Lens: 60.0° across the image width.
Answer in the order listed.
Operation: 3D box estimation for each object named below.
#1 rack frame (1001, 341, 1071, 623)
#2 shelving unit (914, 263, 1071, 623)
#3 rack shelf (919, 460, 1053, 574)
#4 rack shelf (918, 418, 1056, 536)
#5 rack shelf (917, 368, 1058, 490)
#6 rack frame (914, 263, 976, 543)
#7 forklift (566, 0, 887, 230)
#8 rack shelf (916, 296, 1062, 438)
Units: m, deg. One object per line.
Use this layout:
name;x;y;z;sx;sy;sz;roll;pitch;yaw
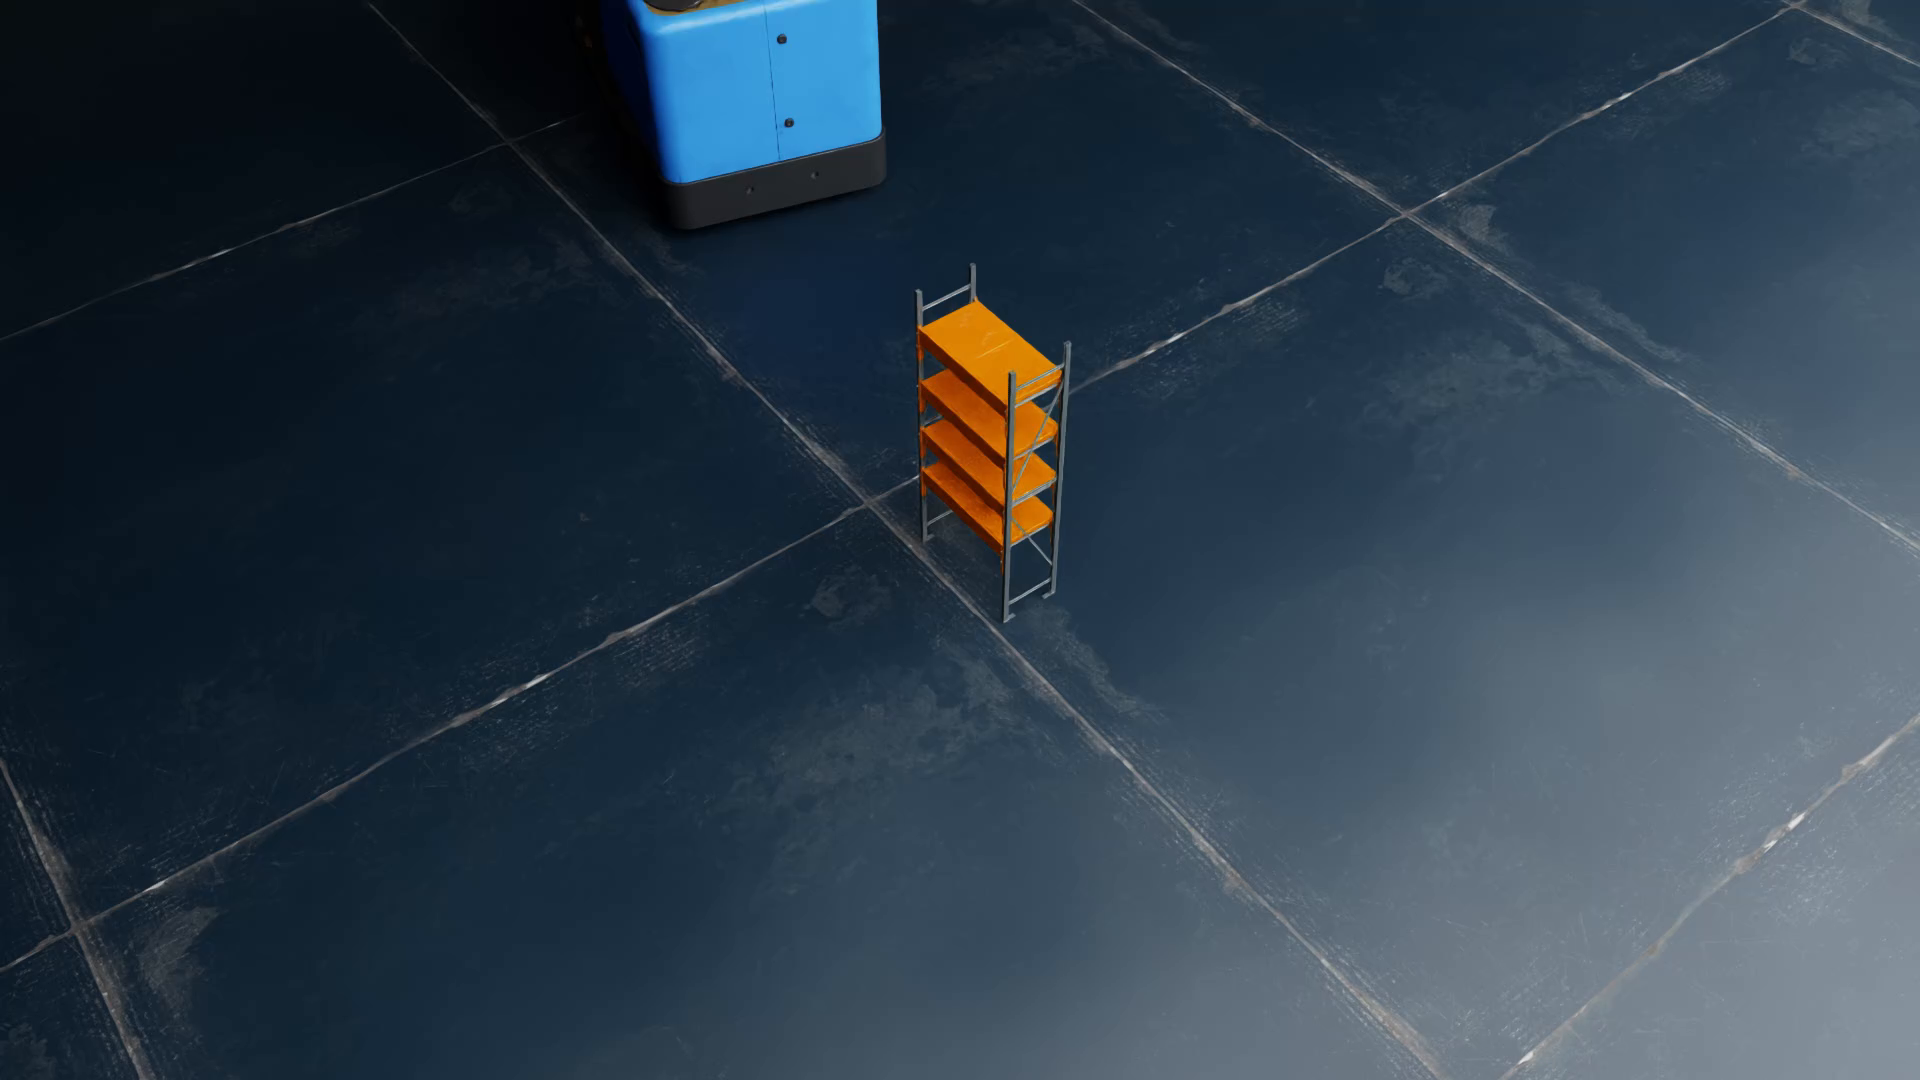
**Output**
rack frame;0.248;-0.162;5.587;0.240;1.200;0.015;-29;54;-24
shelving unit;0.100;-0.305;5.717;0.258;1.200;0.503;-29;54;-24
rack shelf;0.100;-0.127;5.914;0.258;0.148;0.480;-29;54;-24
rack shelf;0.100;-0.260;5.767;0.258;0.148;0.480;-29;54;-24
rack shelf;0.100;-0.410;5.601;0.258;0.148;0.480;-29;54;-24
rack frame;-0.048;-0.449;5.847;0.240;1.200;0.015;-29;54;-24
forklift;-1.358;-3.479;7.426;1.130;2.935;3.031;-17;50;-15
rack shelf;0.100;-0.569;5.426;0.258;0.148;0.480;-29;54;-24
